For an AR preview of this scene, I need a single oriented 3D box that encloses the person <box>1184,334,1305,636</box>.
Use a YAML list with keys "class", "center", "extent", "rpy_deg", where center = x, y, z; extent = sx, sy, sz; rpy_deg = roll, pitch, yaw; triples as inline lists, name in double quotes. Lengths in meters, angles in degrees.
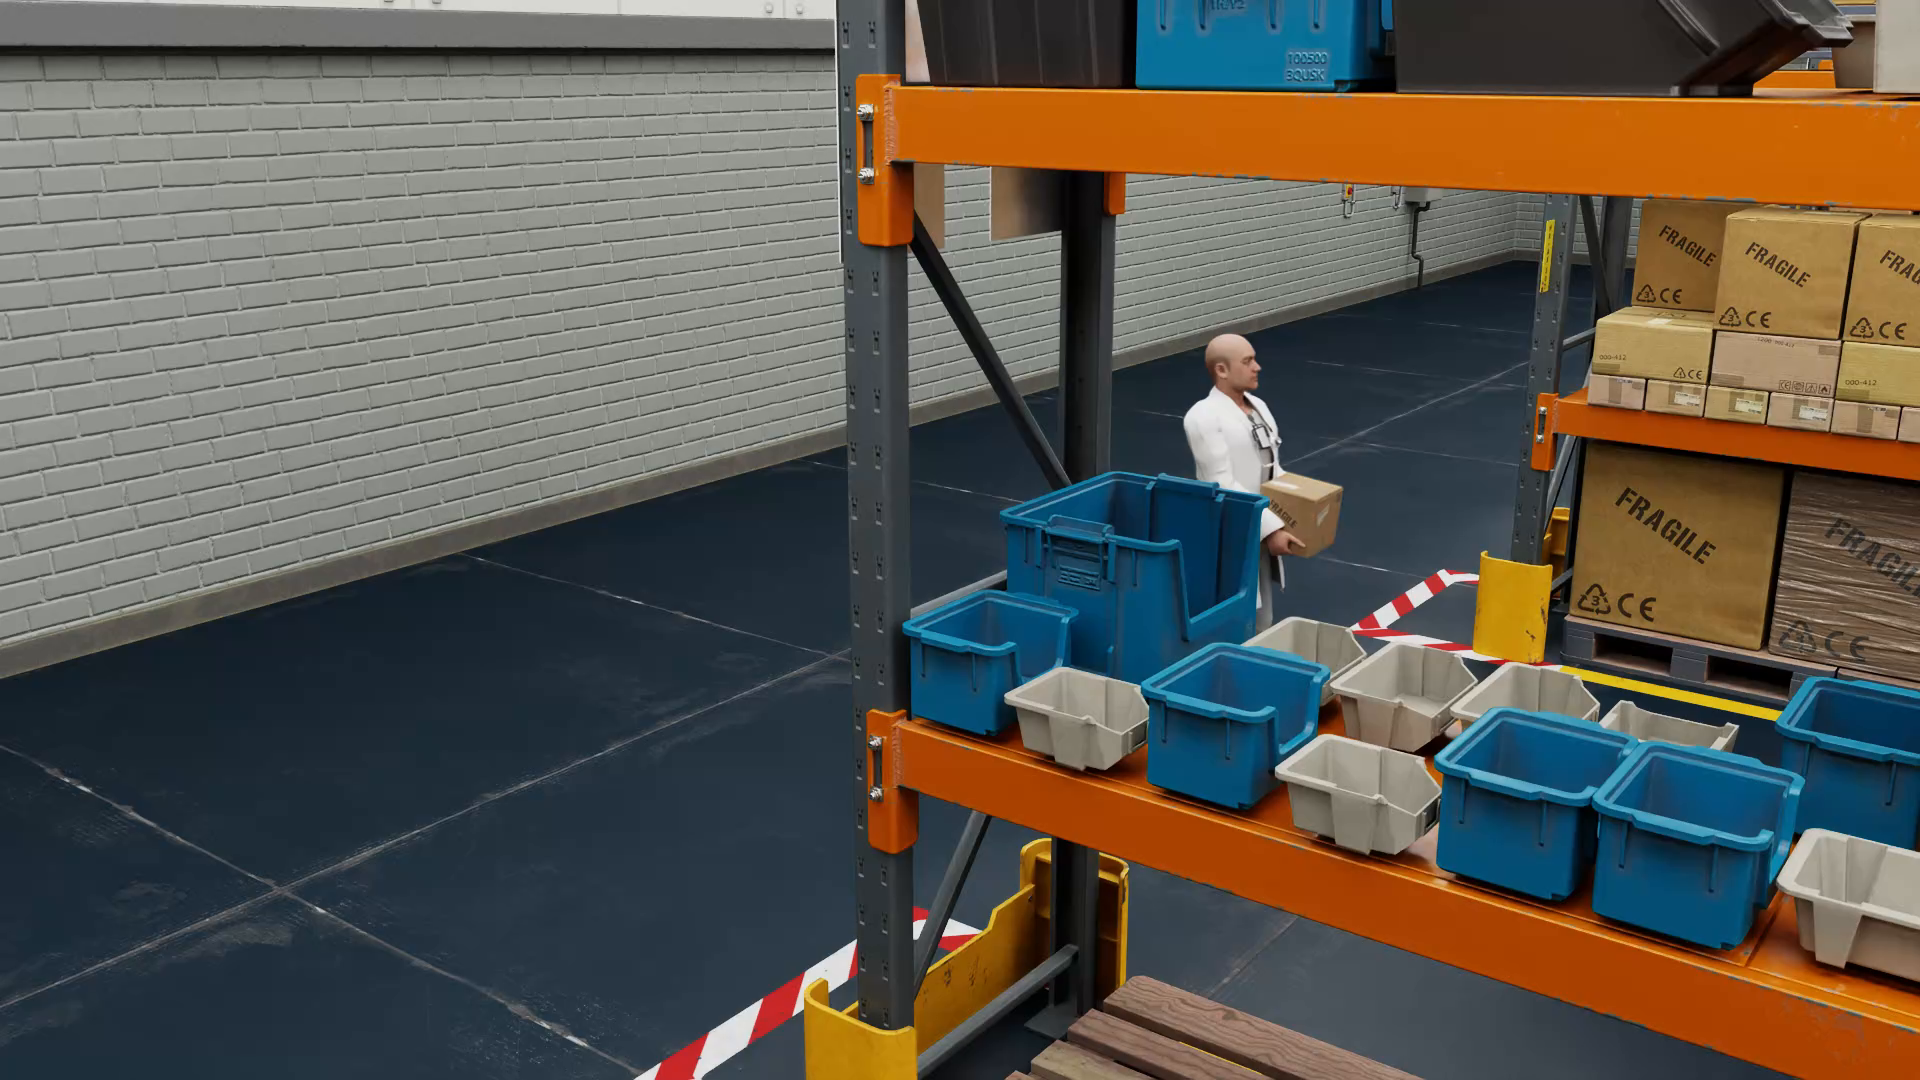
- class: "person"
  center: [1.236, 0.041, 6.931]
  extent: [0.563, 1.769, 0.530]
  rpy_deg: [12, 20, 35]
